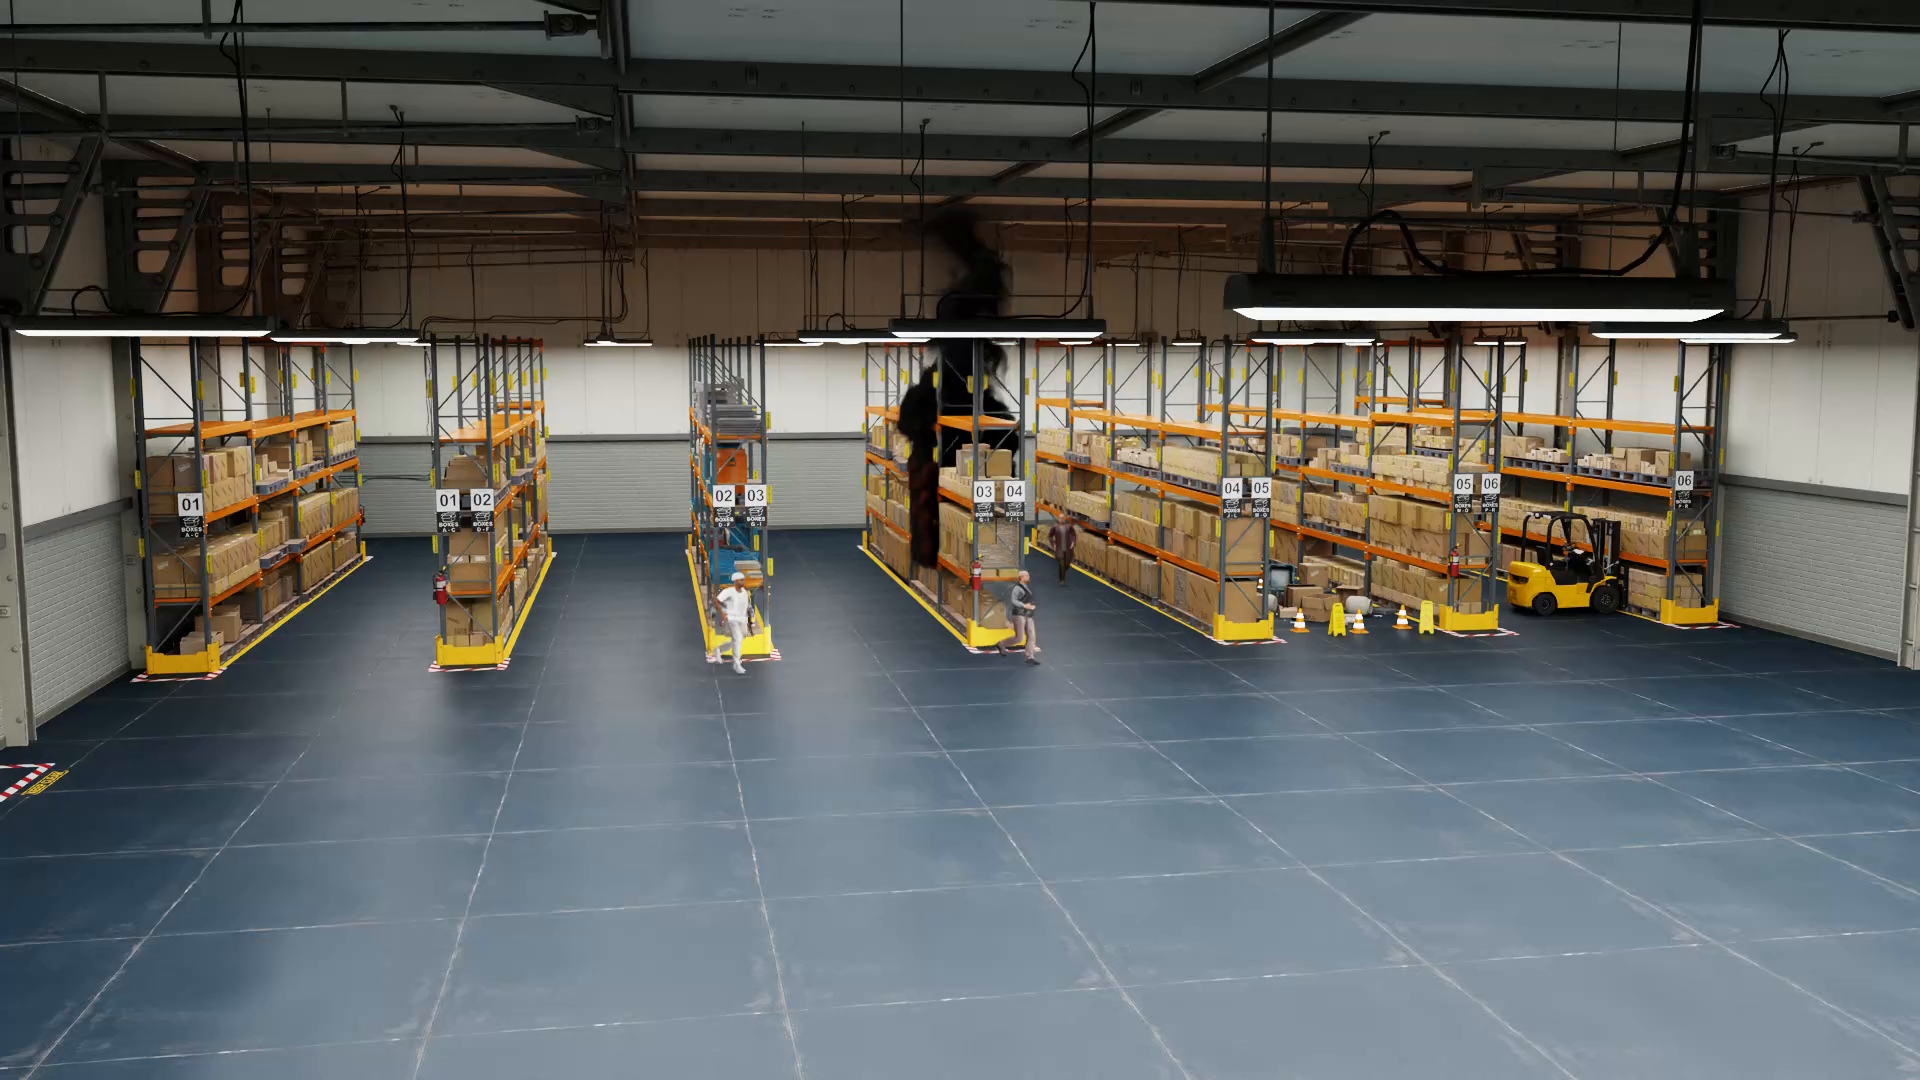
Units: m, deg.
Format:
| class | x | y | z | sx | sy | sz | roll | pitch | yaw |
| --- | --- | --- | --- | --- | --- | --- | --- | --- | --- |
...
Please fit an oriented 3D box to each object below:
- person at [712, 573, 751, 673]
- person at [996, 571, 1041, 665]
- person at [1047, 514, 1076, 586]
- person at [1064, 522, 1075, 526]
| class | x | y | z | sx | sy | sz | roll | pitch | yaw |
| --- | --- | --- | --- | --- | --- | --- | --- | --- | --- |
| person | -4.059 | 1.455 | 29.873 | 0.883 | 1.751 | 0.742 | 4 | 8 | 31 |
| person | 1.131 | 1.411 | 30.416 | 0.911 | 1.708 | 0.671 | 4 | 8 | 30 |
| person | 2.490 | 0.227 | 40.527 | 0.708 | 1.752 | 0.656 | -1 | 7 | -5 |
| person | 3.257 | -0.843 | 49.973 | 0.562 | 1.696 | 0.750 | 5 | 8 | 38 |
